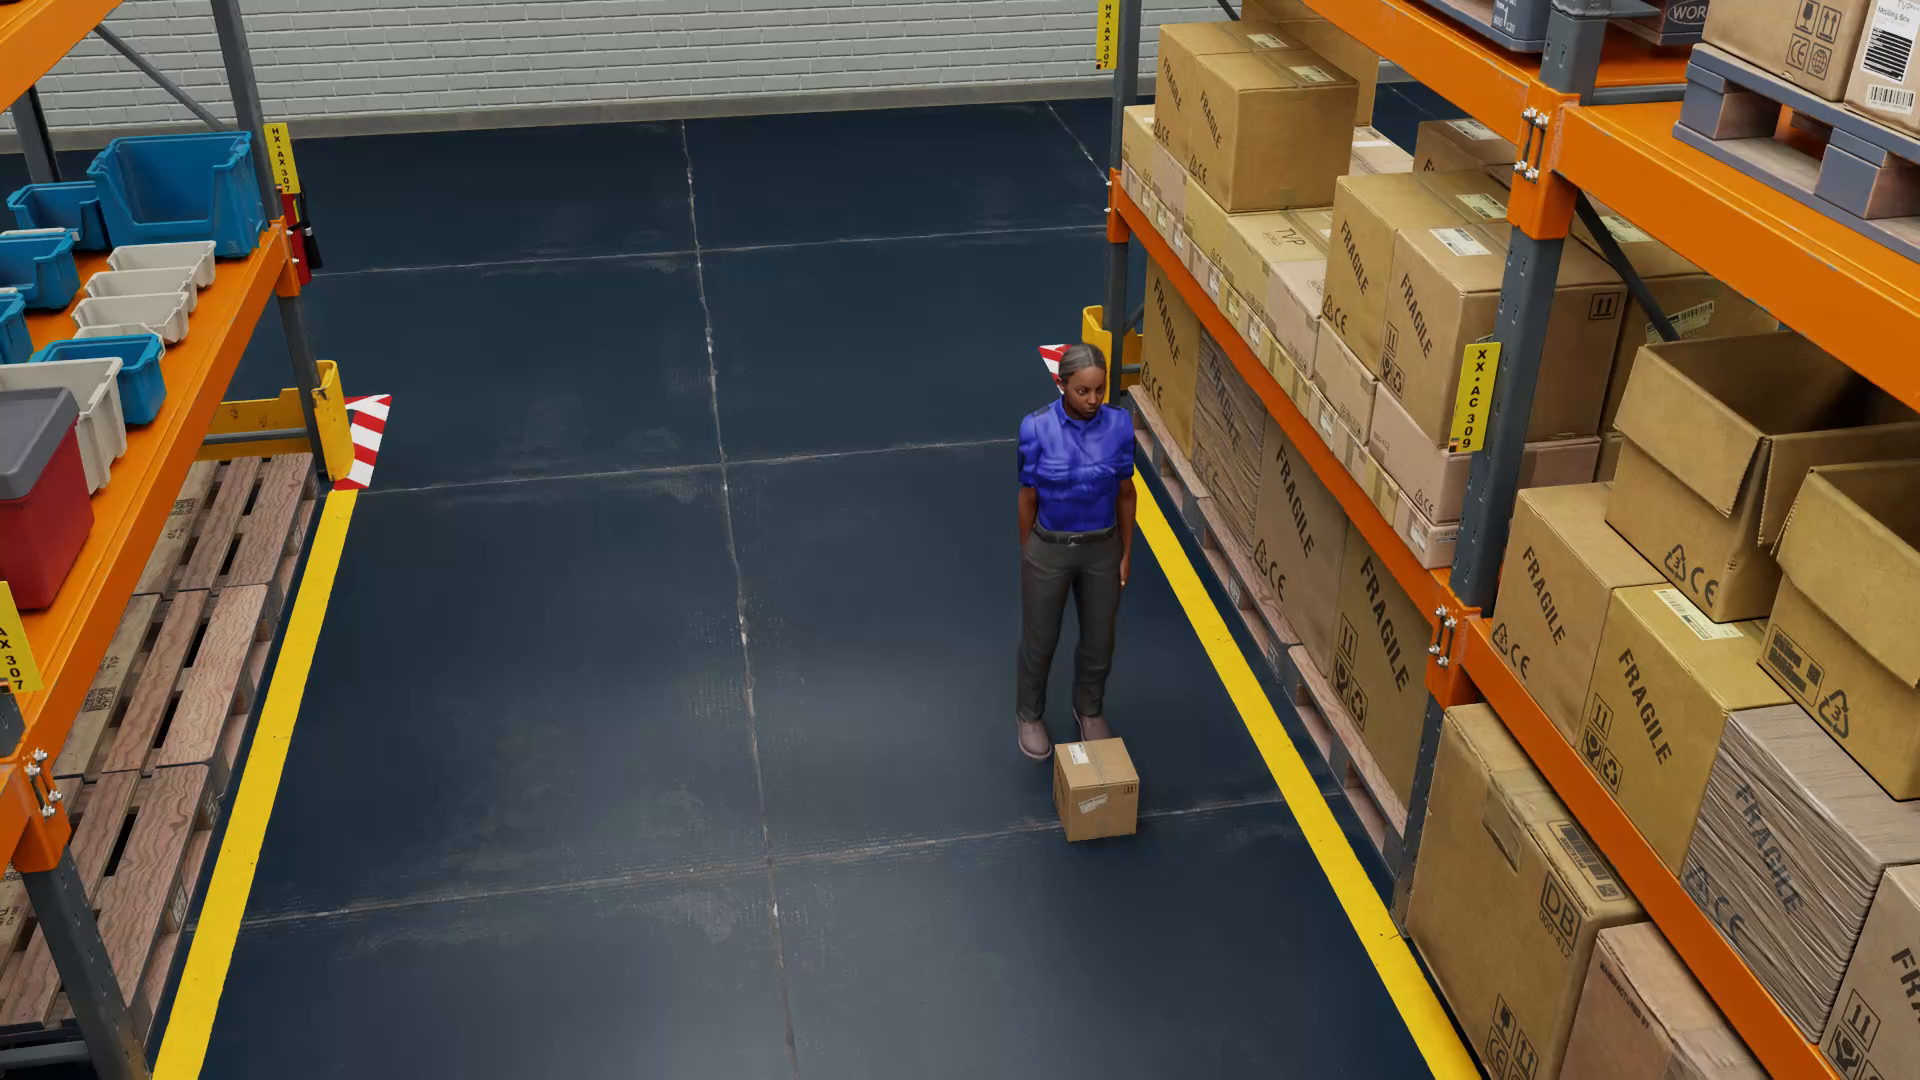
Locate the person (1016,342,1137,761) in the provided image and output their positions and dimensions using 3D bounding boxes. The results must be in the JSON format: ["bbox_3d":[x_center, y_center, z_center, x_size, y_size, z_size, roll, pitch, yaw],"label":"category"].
[{"bbox_3d":[0.423,0.051,6.058,0.437,1.658,0.302,-5,31,-8],"label":"person"}]
